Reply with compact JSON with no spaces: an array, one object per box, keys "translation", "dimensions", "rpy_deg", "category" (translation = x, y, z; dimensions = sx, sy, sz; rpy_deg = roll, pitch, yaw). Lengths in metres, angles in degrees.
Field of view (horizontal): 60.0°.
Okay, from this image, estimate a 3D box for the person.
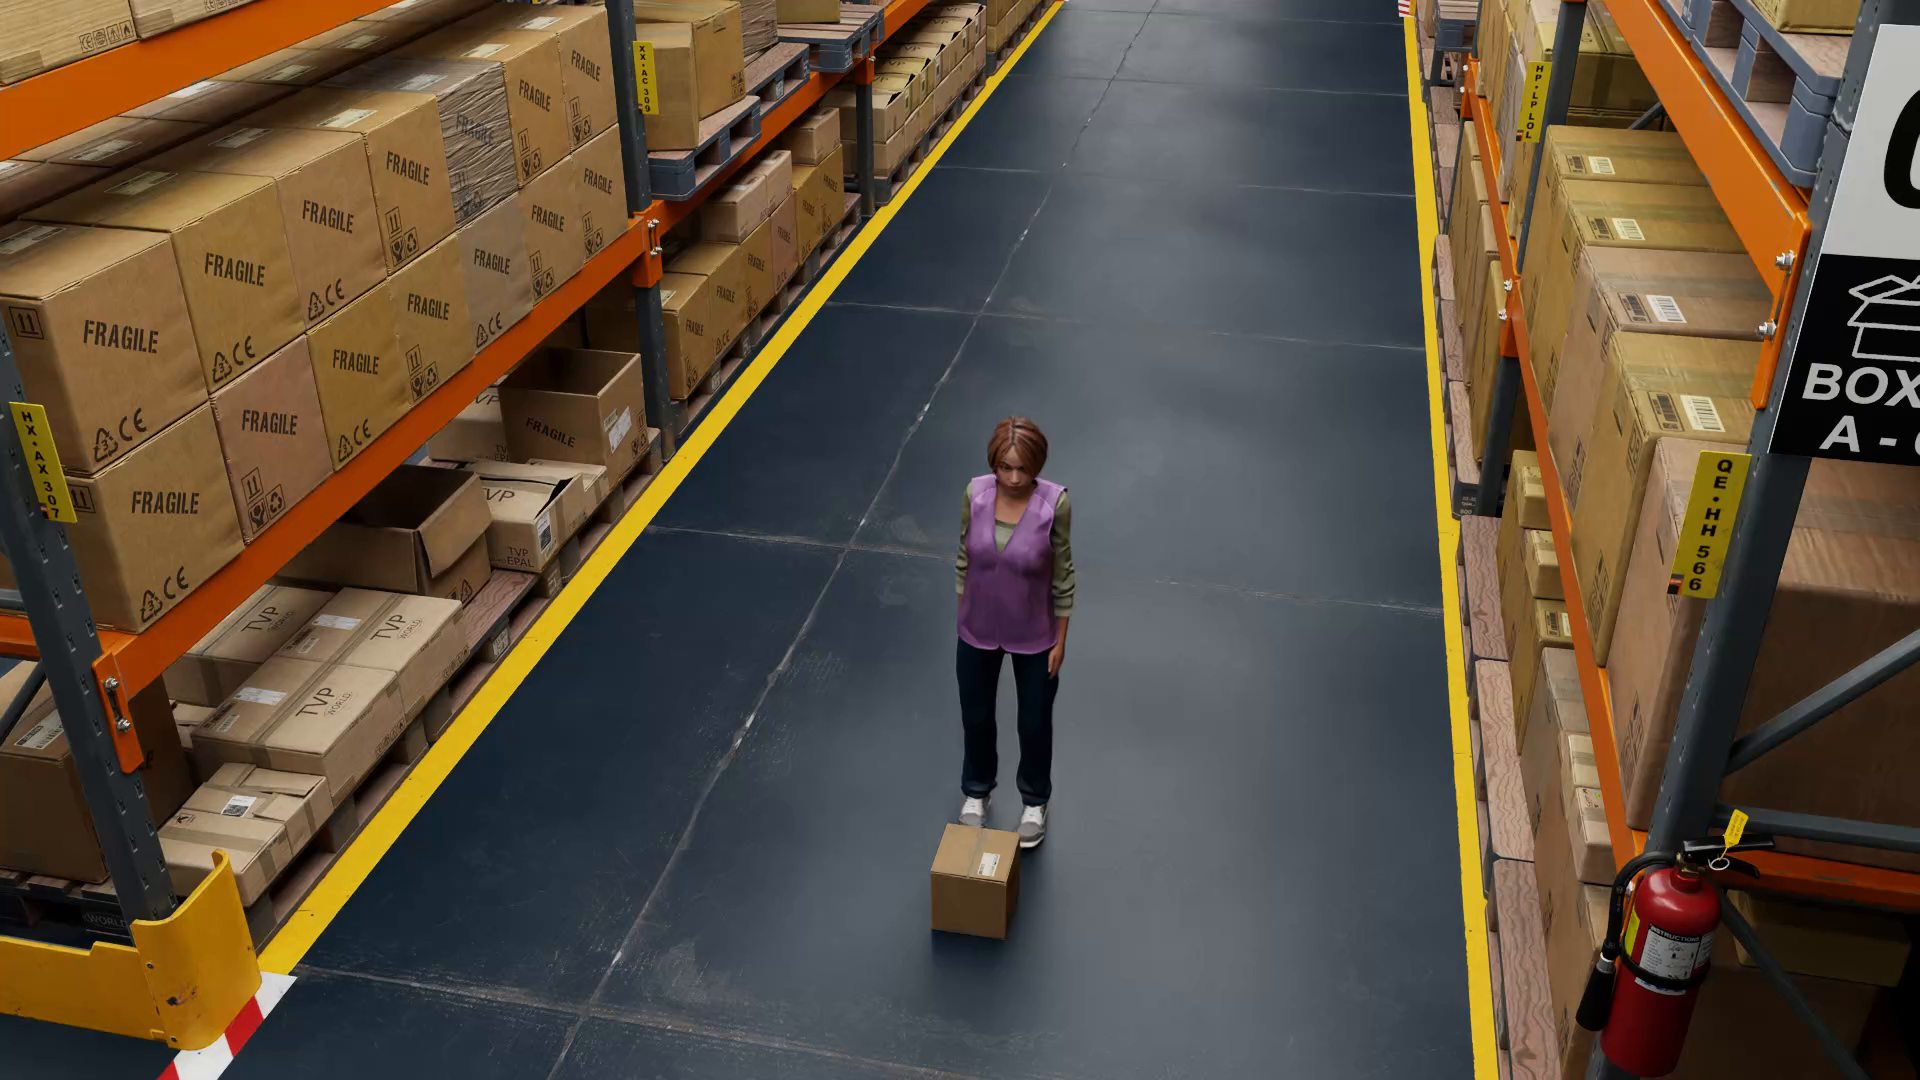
[{"translation":[0.180,0.322,5.571],"dimensions":[0.406,1.597,0.308],"rpy_deg":[7,30,12],"category":"person"}]
